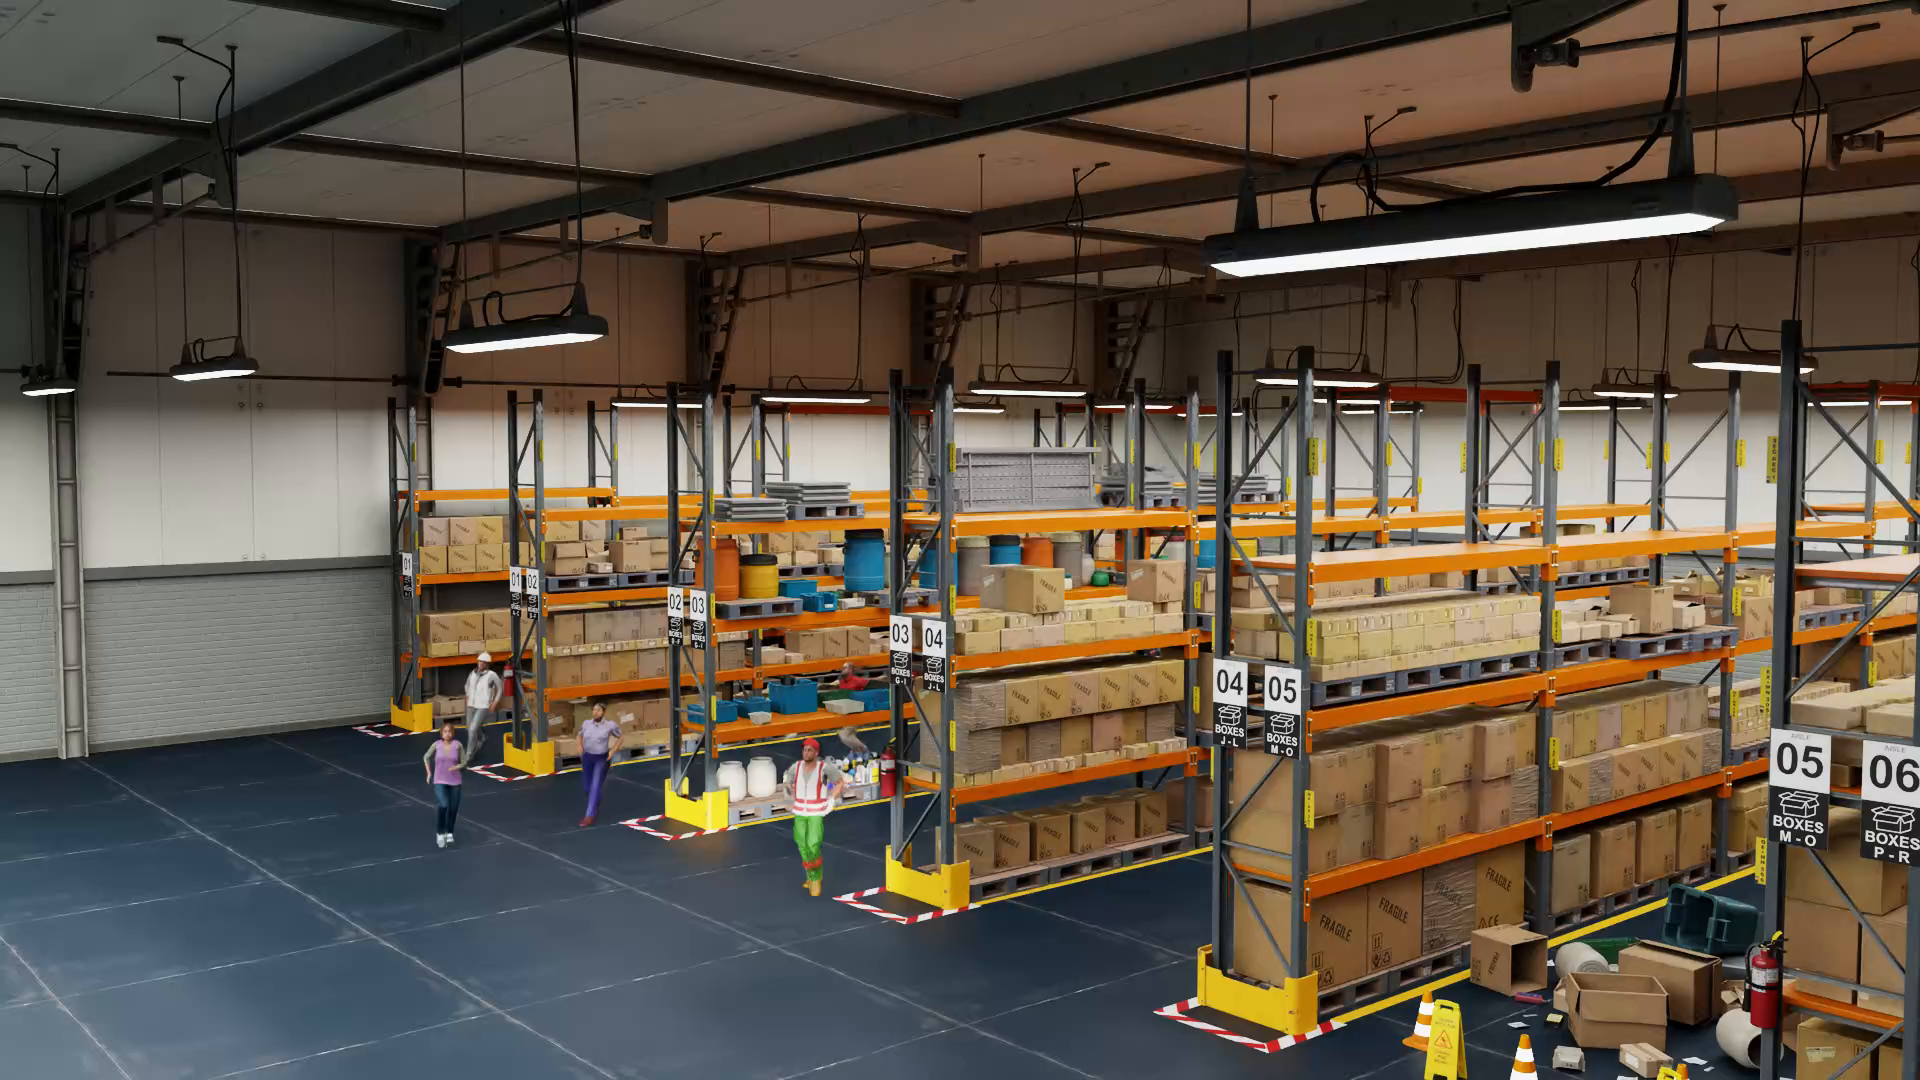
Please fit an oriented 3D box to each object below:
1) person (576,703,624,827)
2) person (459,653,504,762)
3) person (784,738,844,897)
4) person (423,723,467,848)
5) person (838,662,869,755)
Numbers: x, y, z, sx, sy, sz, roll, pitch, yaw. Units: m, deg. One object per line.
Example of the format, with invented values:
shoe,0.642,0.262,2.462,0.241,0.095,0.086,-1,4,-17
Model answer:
person,-4.931,3.029,22.716,0.628,1.641,0.840,1,3,11
person,-7.798,2.712,27.178,0.734,1.745,0.823,1,3,18
person,-1.732,3.172,19.006,0.657,1.813,0.644,1,4,19
person,-6.547,3.123,21.206,0.506,1.586,0.656,-2,4,-24
person,-1.738,2.774,26.389,0.769,1.681,0.687,-2,4,-36
